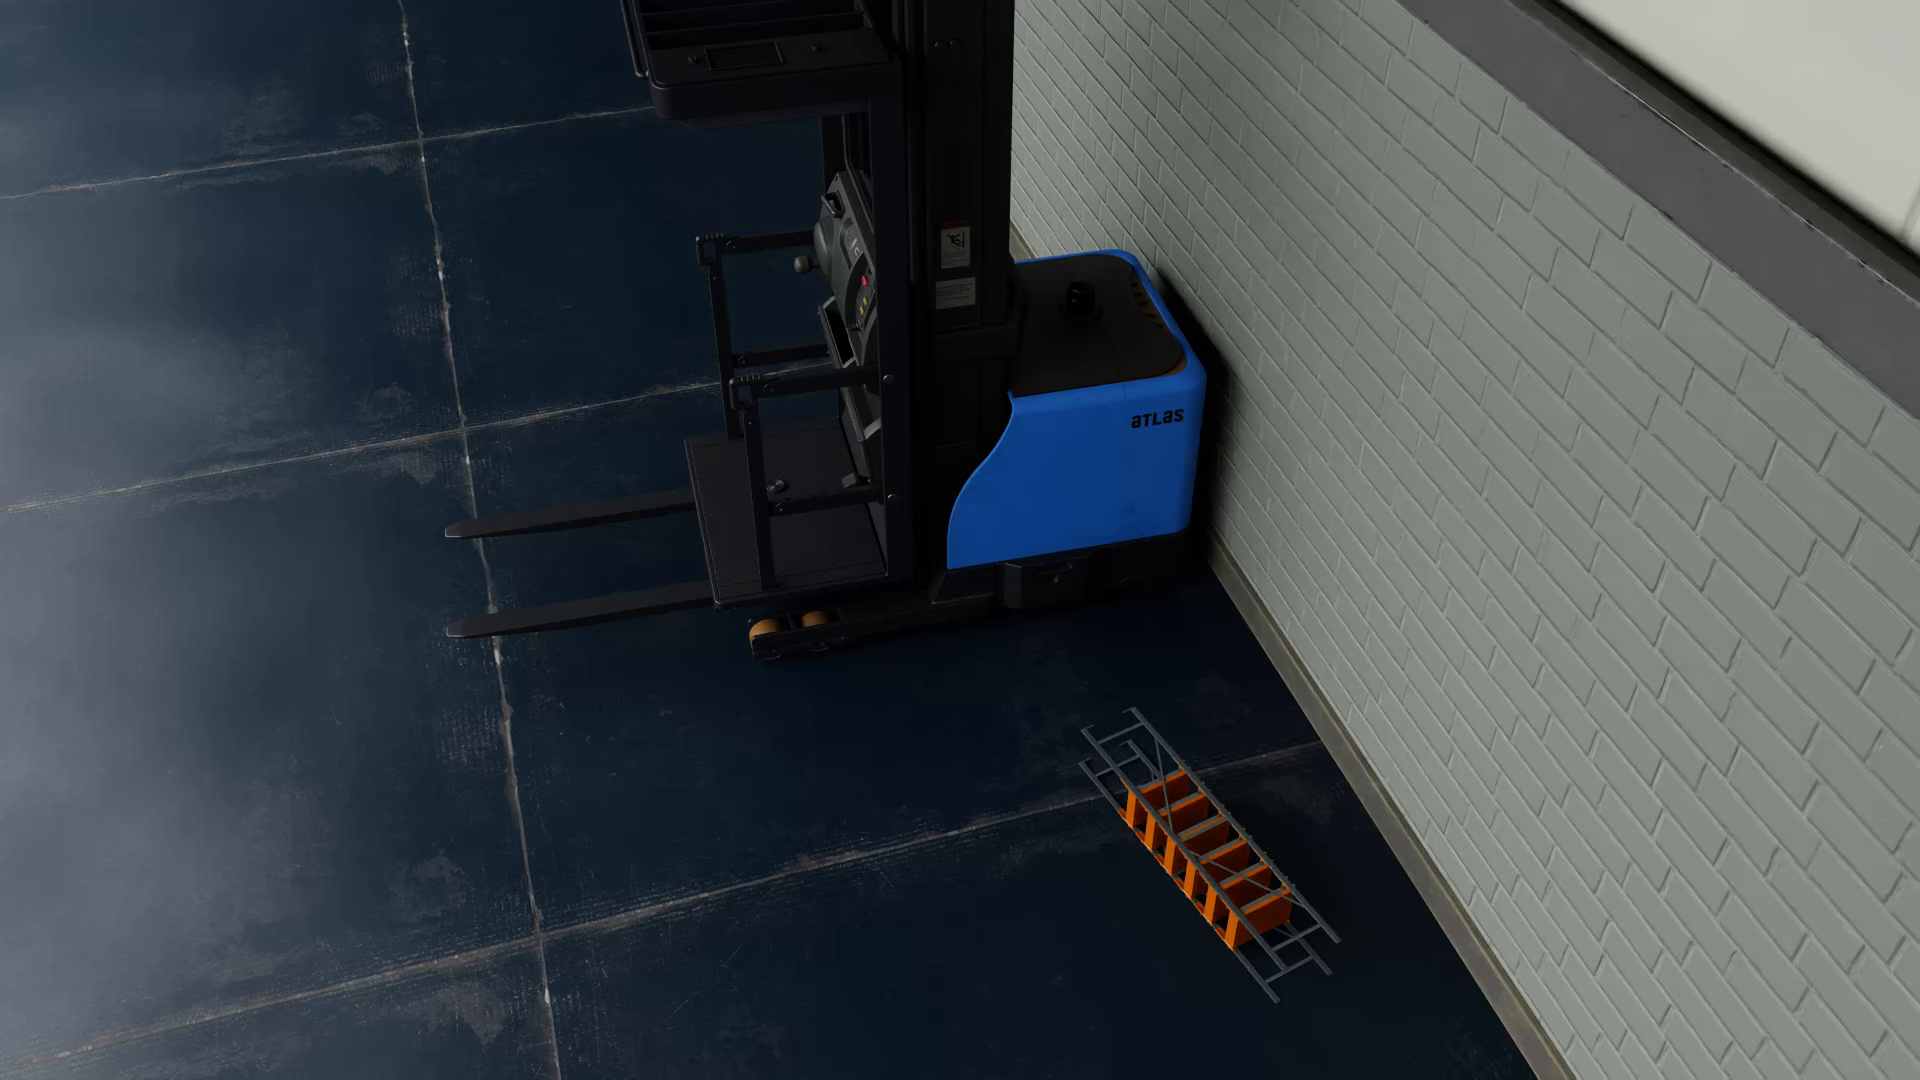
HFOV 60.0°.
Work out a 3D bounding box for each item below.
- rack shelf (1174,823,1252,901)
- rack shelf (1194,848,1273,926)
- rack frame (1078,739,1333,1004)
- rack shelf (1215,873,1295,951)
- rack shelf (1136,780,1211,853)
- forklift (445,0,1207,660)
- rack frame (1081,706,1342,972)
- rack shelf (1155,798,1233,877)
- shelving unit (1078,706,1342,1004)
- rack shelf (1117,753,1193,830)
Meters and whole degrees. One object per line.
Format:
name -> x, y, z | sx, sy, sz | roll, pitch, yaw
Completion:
rack shelf -> 0.888, 1.122, 5.817 | 0.258, 0.180, 0.103 | -21, 46, -22
rack shelf -> 0.947, 1.191, 5.739 | 0.258, 0.180, 0.103 | -21, 46, -22
rack frame -> 0.850, 1.147, 5.927 | 0.240, 0.006, 1.200 | -21, 46, -22
rack shelf -> 1.007, 1.260, 5.662 | 0.258, 0.180, 0.103 | -21, 46, -22
rack shelf -> 0.768, 0.984, 5.973 | 0.258, 0.180, 0.103 | -21, 46, -22
forklift -> -0.608, -1.007, 6.175 | 3.031, 2.935, 1.130 | -9, 42, -10
rack frame -> 0.850, 1.010, 5.806 | 0.240, 0.006, 1.200 | -21, 46, -22
rack shelf -> 0.828, 1.053, 5.895 | 0.258, 0.180, 0.103 | -21, 46, -22
shelving unit -> 0.850, 1.079, 5.866 | 0.258, 0.189, 1.200 | -21, 46, -22
rack shelf -> 0.708, 0.915, 6.051 | 0.258, 0.180, 0.103 | -21, 46, -22
